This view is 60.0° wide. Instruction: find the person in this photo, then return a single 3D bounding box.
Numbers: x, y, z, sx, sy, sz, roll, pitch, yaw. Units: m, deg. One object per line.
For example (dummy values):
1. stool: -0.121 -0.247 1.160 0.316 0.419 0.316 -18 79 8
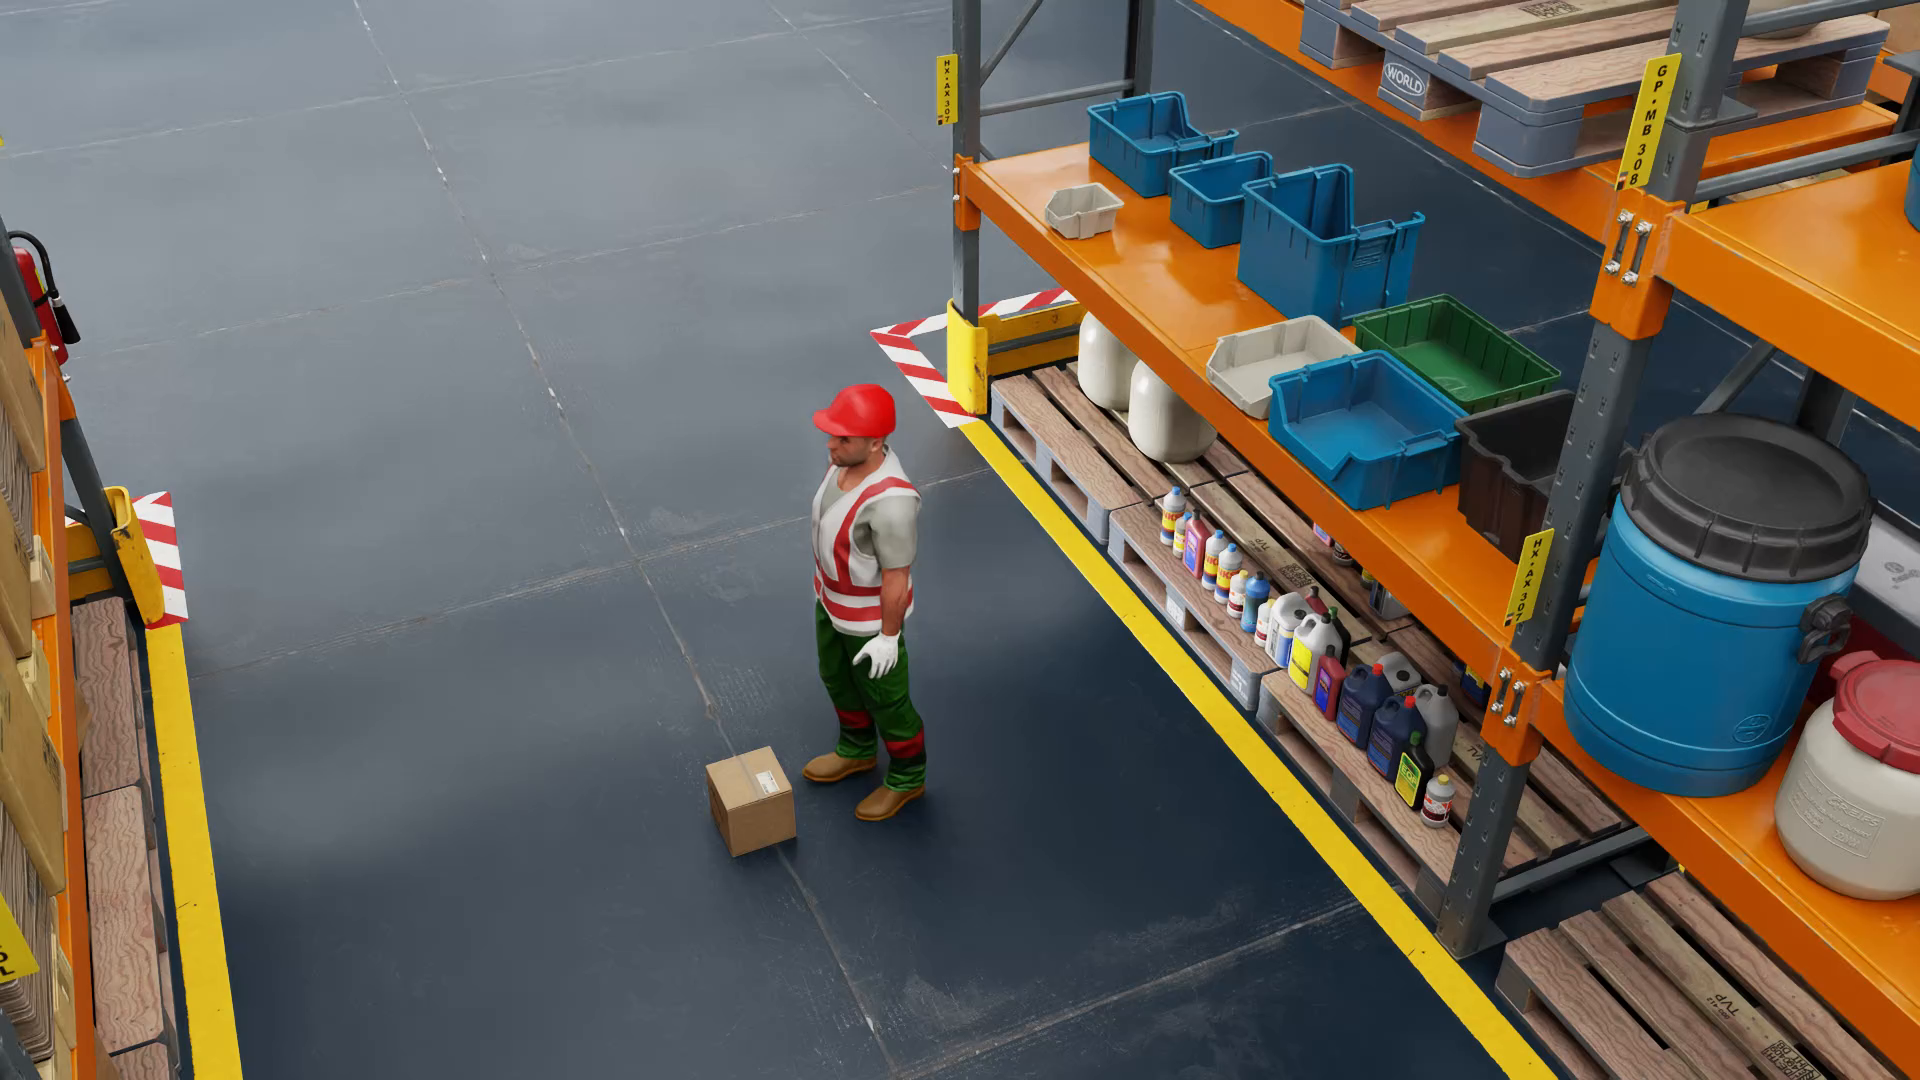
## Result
1. person: -0.360 0.238 5.819 0.416 1.796 0.523 -15 39 -19
